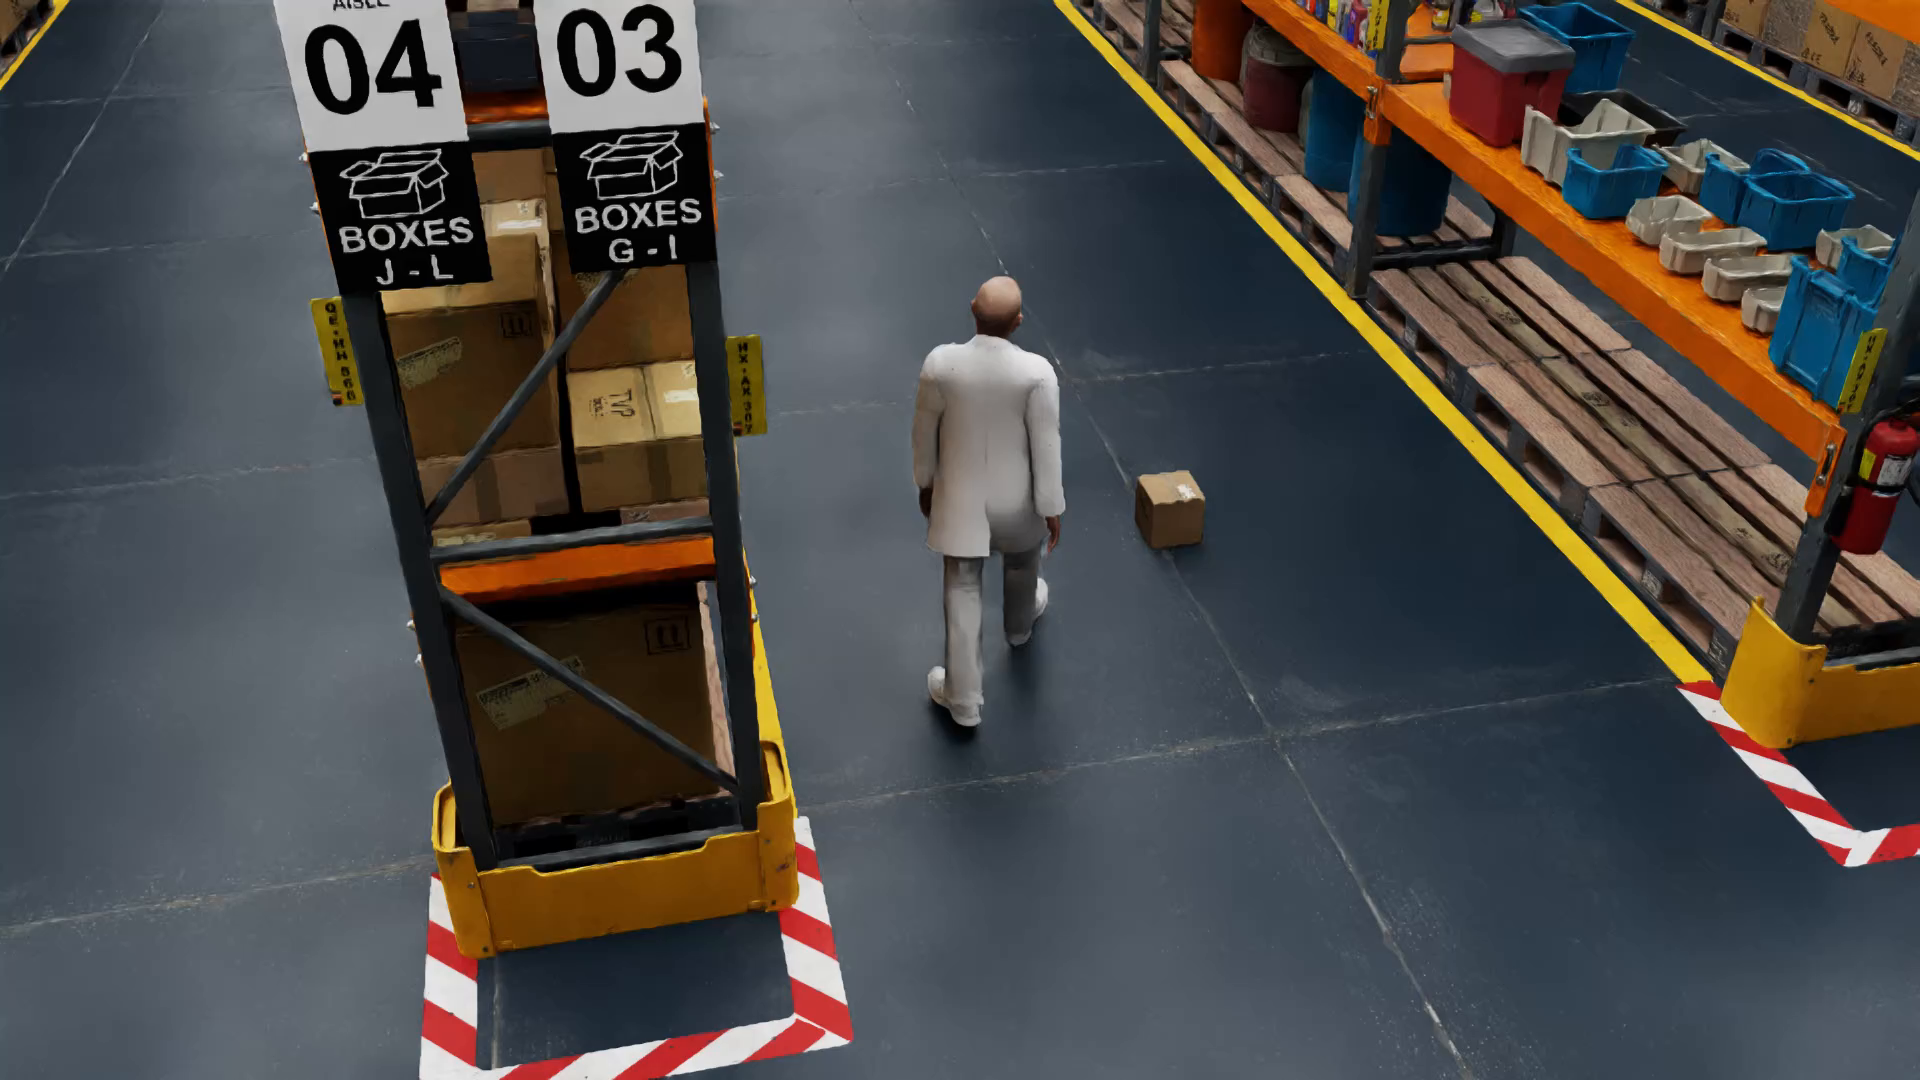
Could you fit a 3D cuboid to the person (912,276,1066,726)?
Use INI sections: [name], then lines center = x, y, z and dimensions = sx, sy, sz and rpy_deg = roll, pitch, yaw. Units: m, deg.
[person]
center = 0.116, -0.205, 6.476
dimensions = 0.618, 1.748, 0.996
rpy_deg = 5, 34, 7
